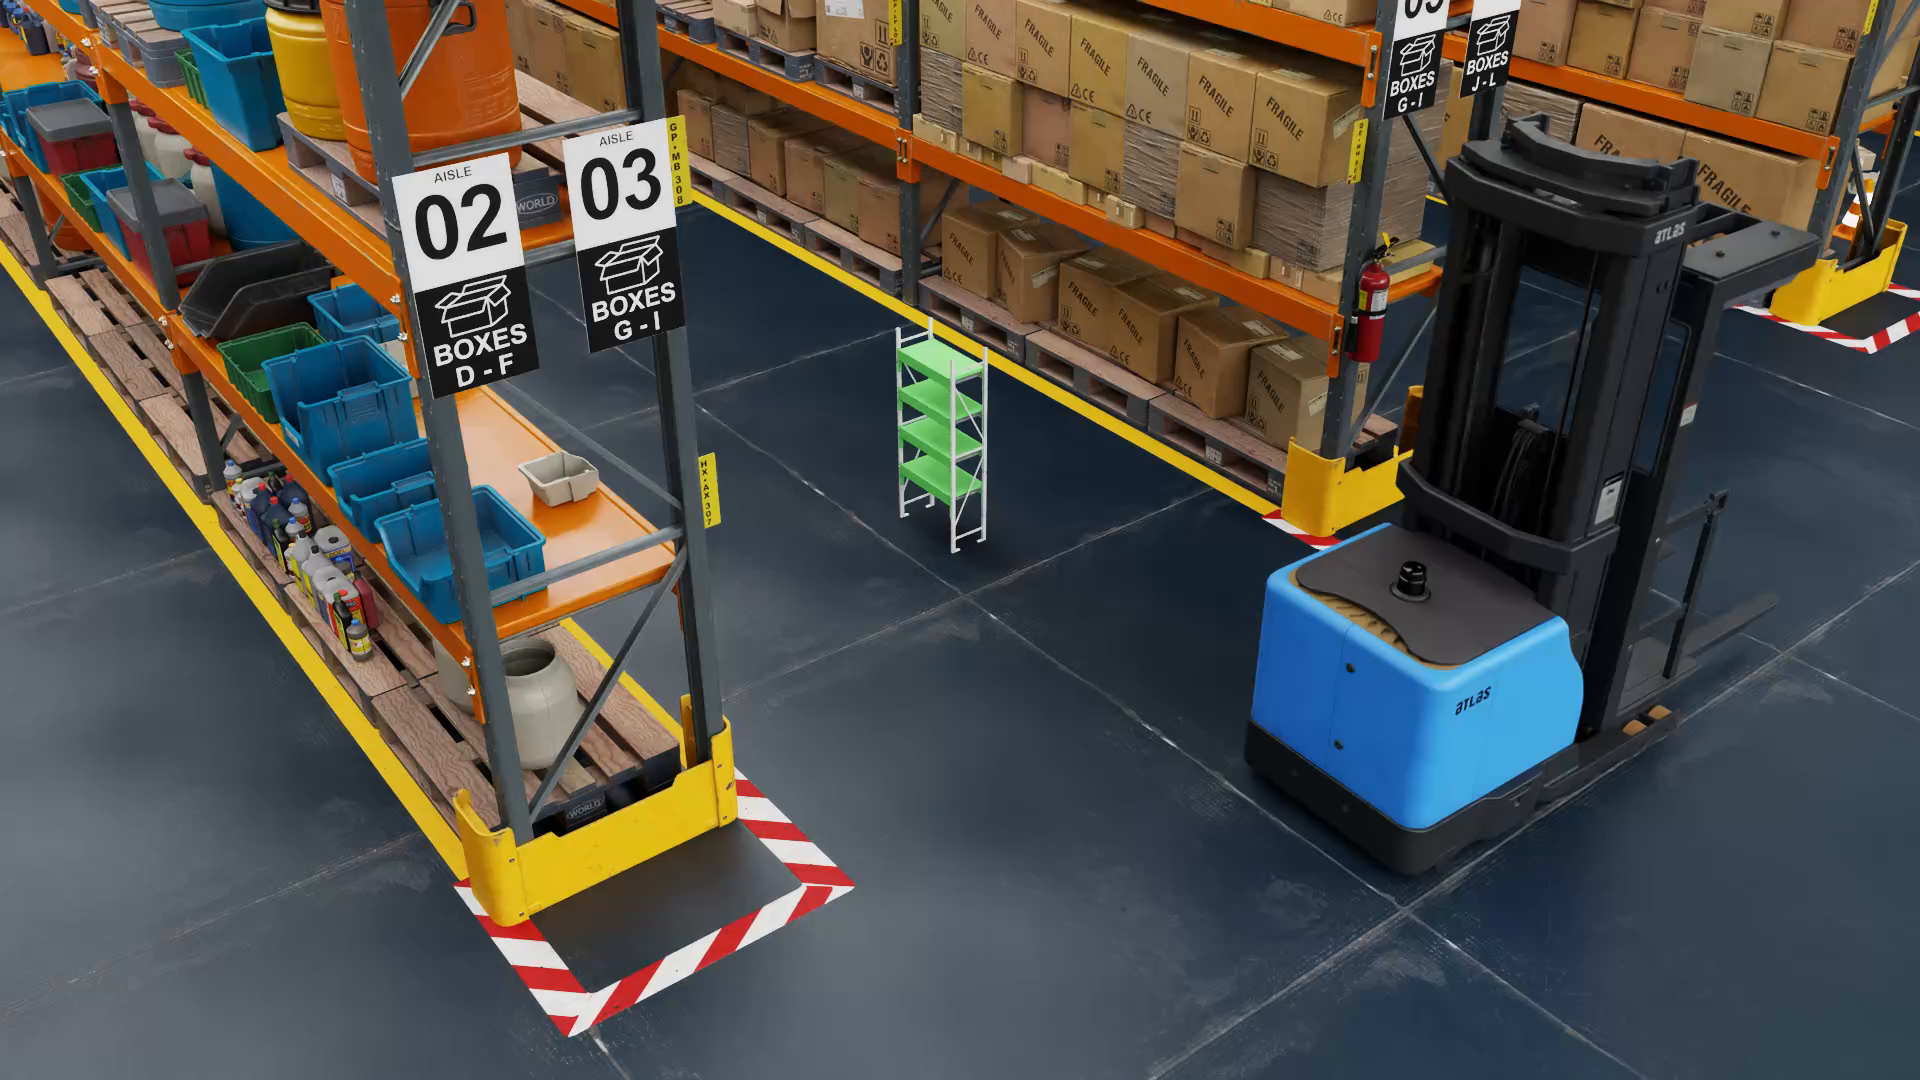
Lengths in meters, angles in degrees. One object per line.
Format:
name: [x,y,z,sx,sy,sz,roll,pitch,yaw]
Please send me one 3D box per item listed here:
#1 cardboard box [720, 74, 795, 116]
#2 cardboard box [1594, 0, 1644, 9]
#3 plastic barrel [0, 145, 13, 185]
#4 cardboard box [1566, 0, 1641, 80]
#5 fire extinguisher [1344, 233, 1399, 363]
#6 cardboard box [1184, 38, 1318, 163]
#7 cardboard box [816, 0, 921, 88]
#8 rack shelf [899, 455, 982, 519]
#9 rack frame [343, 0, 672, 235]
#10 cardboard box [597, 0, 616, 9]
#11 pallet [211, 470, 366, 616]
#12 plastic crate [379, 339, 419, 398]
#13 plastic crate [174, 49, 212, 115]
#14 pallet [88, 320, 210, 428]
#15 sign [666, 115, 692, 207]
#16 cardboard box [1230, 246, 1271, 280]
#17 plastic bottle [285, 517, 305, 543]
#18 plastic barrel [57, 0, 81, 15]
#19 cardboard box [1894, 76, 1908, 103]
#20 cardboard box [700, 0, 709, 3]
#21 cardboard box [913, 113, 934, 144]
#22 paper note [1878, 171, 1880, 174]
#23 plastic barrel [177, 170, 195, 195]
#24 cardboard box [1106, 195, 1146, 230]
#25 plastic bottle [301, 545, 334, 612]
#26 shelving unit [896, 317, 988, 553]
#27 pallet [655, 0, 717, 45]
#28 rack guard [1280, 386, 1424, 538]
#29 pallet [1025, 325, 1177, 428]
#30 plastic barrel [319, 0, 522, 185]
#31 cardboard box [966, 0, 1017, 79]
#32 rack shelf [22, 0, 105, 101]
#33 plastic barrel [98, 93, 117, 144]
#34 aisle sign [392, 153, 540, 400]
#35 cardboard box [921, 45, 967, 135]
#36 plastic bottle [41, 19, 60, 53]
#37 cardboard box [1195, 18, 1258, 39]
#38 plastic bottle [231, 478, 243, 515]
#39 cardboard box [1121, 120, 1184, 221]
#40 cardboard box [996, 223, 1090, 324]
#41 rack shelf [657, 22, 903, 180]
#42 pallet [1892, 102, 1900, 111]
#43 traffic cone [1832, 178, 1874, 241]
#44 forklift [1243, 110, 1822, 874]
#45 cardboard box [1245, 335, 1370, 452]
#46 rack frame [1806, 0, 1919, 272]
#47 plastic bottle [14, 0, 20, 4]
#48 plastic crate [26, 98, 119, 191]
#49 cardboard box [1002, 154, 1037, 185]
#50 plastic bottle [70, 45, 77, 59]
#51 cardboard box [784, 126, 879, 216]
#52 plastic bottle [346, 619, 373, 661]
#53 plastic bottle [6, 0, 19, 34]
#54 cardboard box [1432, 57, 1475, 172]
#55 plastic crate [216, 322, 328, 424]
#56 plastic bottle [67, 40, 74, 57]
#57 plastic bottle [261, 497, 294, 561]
cardboard box: [-1.681,-3.793,13.982,0.500,0.250,0.500,-18,36,-26]
cardboard box: [5.166,-4.410,12.569,0.875,0.550,0.500,-22,38,-31]
plastic barrel: [-7.784,-3.231,13.796,0.421,0.512,0.421,0,32,0]
cardboard box: [5.217,-3.973,12.888,0.875,0.550,0.500,-22,38,-31]
fire extinguisher: [2.163,-1.273,8.757,0.296,0.674,0.183,-22,38,-31]
cardboard box: [1.613,-2.452,9.257,0.500,0.500,0.500,-22,38,-31]
cardboard box: [-0.373,-3.979,12.074,1.000,1.000,1.000,-22,38,-31]
rack shelf: [-0.102,-0.321,9.432,0.258,0.148,0.480,-22,38,-31]
rack frame: [-1.456,-2.449,4.890,1.000,3.000,0.127,-22,38,-31]
cardboard box: [-2.947,-5.005,14.597,0.500,0.500,0.500,-21,38,-30]
pallet: [-3.530,-0.089,9.421,1.003,0.211,1.213,-22,38,-31]
plastic crate: [-2.713,-0.860,8.269,0.530,0.136,0.437,-22,38,-31]
plastic crate: [-3.156,-2.006,7.221,0.336,0.188,0.450,-22,38,-31]
pallet: [-5.173,-1.206,11.219,1.003,0.211,1.213,-22,38,-31]
sign: [-1.018,-1.354,5.963,0.100,0.325,0.005,-22,38,-31]
cardboard box: [1.772,-1.640,9.512,0.380,0.149,0.250,-22,38,-31]
plastic bottle: [-3.506,0.003,8.797,0.097,0.271,0.097,0,32,0]
plastic barrel: [-4.392,-3.196,8.462,0.600,0.901,0.708,-22,38,-31]
cardboard box: [8.940,-4.404,15.932,0.500,0.250,0.500,-24,39,-33]
cardboard box: [-2.086,-4.846,13.943,0.500,0.500,0.500,-28,41,-37]
cardboard box: [-0.102,-2.876,11.503,0.380,0.149,0.250,-22,38,-31]
paper note: [8.133,-3.198,14.596,0.142,0.019,0.148,18,36,27]
plastic barrel: [-4.599,-2.110,10.162,0.301,0.262,0.301,0,32,0]
cardboard box: [1.116,-2.039,10.155,0.380,0.149,0.250,-22,38,-31]
plastic bottle: [-3.251,0.175,8.445,0.144,0.351,0.185,-21,37,-29]
shelving unit: [-0.101,-0.579,9.271,0.258,1.200,0.503,-22,38,-31]
pallet: [-1.928,-4.493,14.049,1.213,0.211,1.003,-22,38,-31]
rack guard: [2.410,-0.472,9.764,1.175,0.500,0.348,-22,38,-31]
pallet: [1.196,-1.208,11.222,1.003,0.211,1.213,-22,38,-31]
plastic barrel: [-1.854,-1.697,5.717,0.600,0.830,0.708,-22,38,-31]
cardboard box: [0.387,-3.286,10.600,0.500,0.500,0.500,-22,38,-31]
rack shelf: [-5.135,-3.369,9.898,1.077,0.370,4.000,-22,38,-31]
plastic barrel: [-5.562,-2.922,11.233,0.421,0.512,0.421,0,32,0]
aisle sign: [-1.646,-0.878,5.584,0.394,0.787,0.004,-22,38,-31]
cardboard box: [0.231,-3.131,11.298,0.875,0.500,0.500,-22,38,-31]
plastic bottle: [-7.222,-4.045,13.263,0.152,0.276,0.135,-22,38,-31]
cardboard box: [1.726,-2.832,9.869,0.500,0.500,0.500,-22,38,-31]
plastic bottle: [-3.997,-0.248,9.269,0.097,0.201,0.097,0,32,0]
cardboard box: [1.467,-2.302,9.963,0.875,0.500,0.500,-22,38,-31]
cardboard box: [0.575,-1.870,11.616,0.500,0.500,0.500,-11,33,-16]
rack shelf: [-1.222,-3.698,13.269,1.077,0.370,4.000,-22,38,-31]
pallet: [9.024,-4.414,16.384,1.003,0.211,1.213,-22,38,-31]
traffic cone: [7.233,-2.668,13.334,0.336,0.463,0.334,-22,38,-31]
forklift: [2.810,-0.433,7.397,3.031,2.935,1.130,-21,37,-30]
cardboard box: [2.087,-0.885,10.030,0.500,0.500,0.500,-15,35,-23]
rack frame: [6.437,-3.065,11.569,1.000,3.000,0.127,-22,38,-31]
plastic bottle: [-7.784,-4.427,13.879,0.152,0.276,0.135,-22,38,-31]
plastic crate: [-5.612,-2.489,10.581,0.402,0.464,0.583,-22,38,-31]
cardboard box: [0.498,-2.454,10.823,0.380,0.149,0.250,-22,38,-31]
plastic bottle: [-6.655,-3.659,12.643,0.152,0.276,0.135,-22,38,-31]
cardboard box: [-0.977,-2.996,13.409,0.700,0.500,0.500,-26,40,-35]
plastic bottle: [-2.928,0.478,8.099,0.097,0.201,0.097,0,32,0]
plastic bottle: [-7.788,-4.320,13.712,0.097,0.271,0.097,0,32,0]
cardboard box: [4.314,-3.723,14.245,0.875,0.875,0.875,-22,38,-31]
plastic crate: [-3.299,-0.820,8.155,0.450,0.188,0.662,-22,38,-31]
plastic bottle: [-6.753,-3.695,12.705,0.097,0.271,0.097,0,32,0]
plastic bottle: [-3.626,-0.080,8.856,0.144,0.351,0.185,-24,39,-33]
